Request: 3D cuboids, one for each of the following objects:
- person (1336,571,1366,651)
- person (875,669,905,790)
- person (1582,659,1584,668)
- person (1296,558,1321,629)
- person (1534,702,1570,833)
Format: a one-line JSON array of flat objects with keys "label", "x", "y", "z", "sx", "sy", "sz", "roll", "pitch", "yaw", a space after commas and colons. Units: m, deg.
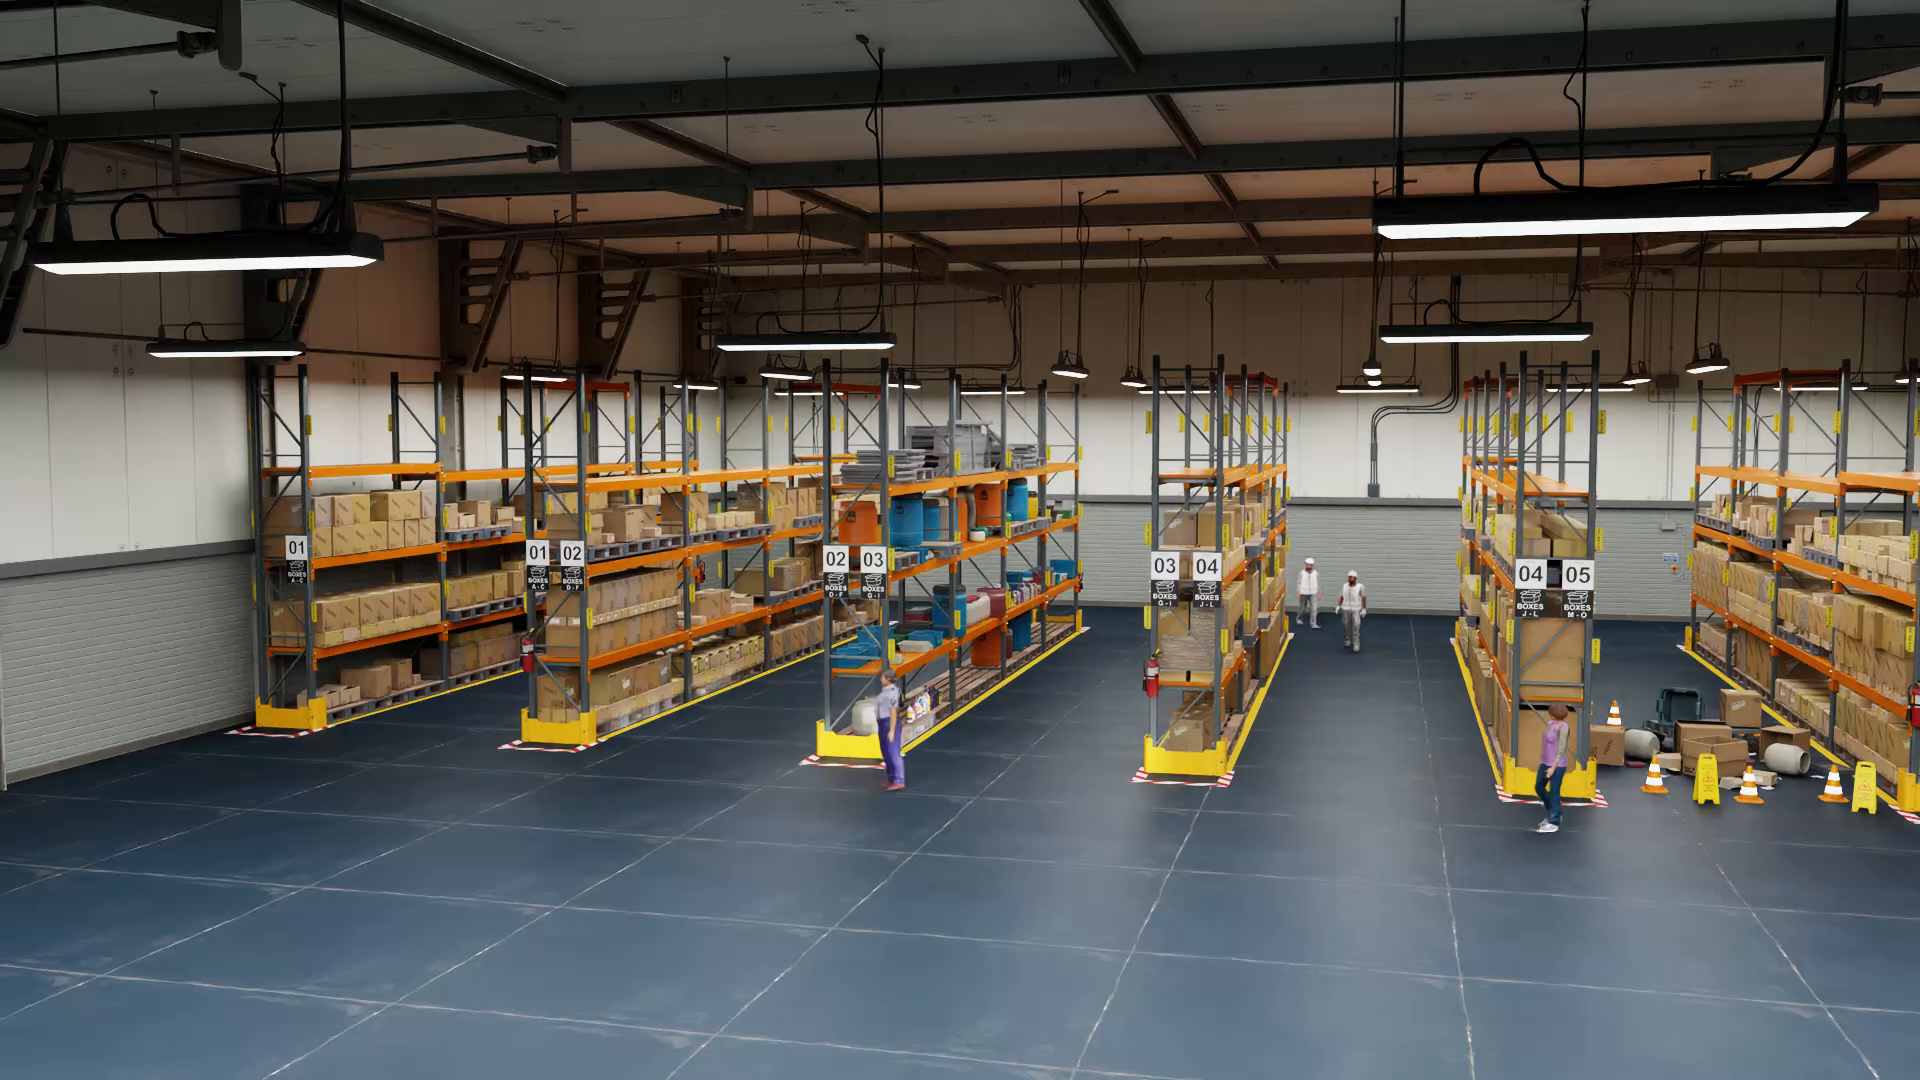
[{"label": "person", "x": 8.710, "y": 1.559, "z": 37.055, "sx": 0.665, "sy": 1.740, "sz": 0.972, "roll": 1, "pitch": 4, "yaw": 12}, {"label": "person", "x": -0.967, "y": 2.630, "z": 22.887, "sx": 0.392, "sy": 1.665, "sz": 0.599, "roll": -1, "pitch": 4, "yaw": -13}, {"label": "person", "x": 12.739, "y": 1.808, "z": 34.269, "sx": 0.382, "sy": 1.697, "sz": 0.506, "roll": 3, "pitch": 5, "yaw": 35}, {"label": "person", "x": 8.613, "y": 1.315, "z": 41.035, "sx": 0.626, "sy": 1.741, "sz": 0.960, "roll": 0, "pitch": 4, "yaw": -6}, {"label": "person", "x": 7.276, "y": 2.798, "z": 20.497, "sx": 0.397, "sy": 1.616, "sz": 0.499, "roll": -1, "pitch": 4, "yaw": -13}]
